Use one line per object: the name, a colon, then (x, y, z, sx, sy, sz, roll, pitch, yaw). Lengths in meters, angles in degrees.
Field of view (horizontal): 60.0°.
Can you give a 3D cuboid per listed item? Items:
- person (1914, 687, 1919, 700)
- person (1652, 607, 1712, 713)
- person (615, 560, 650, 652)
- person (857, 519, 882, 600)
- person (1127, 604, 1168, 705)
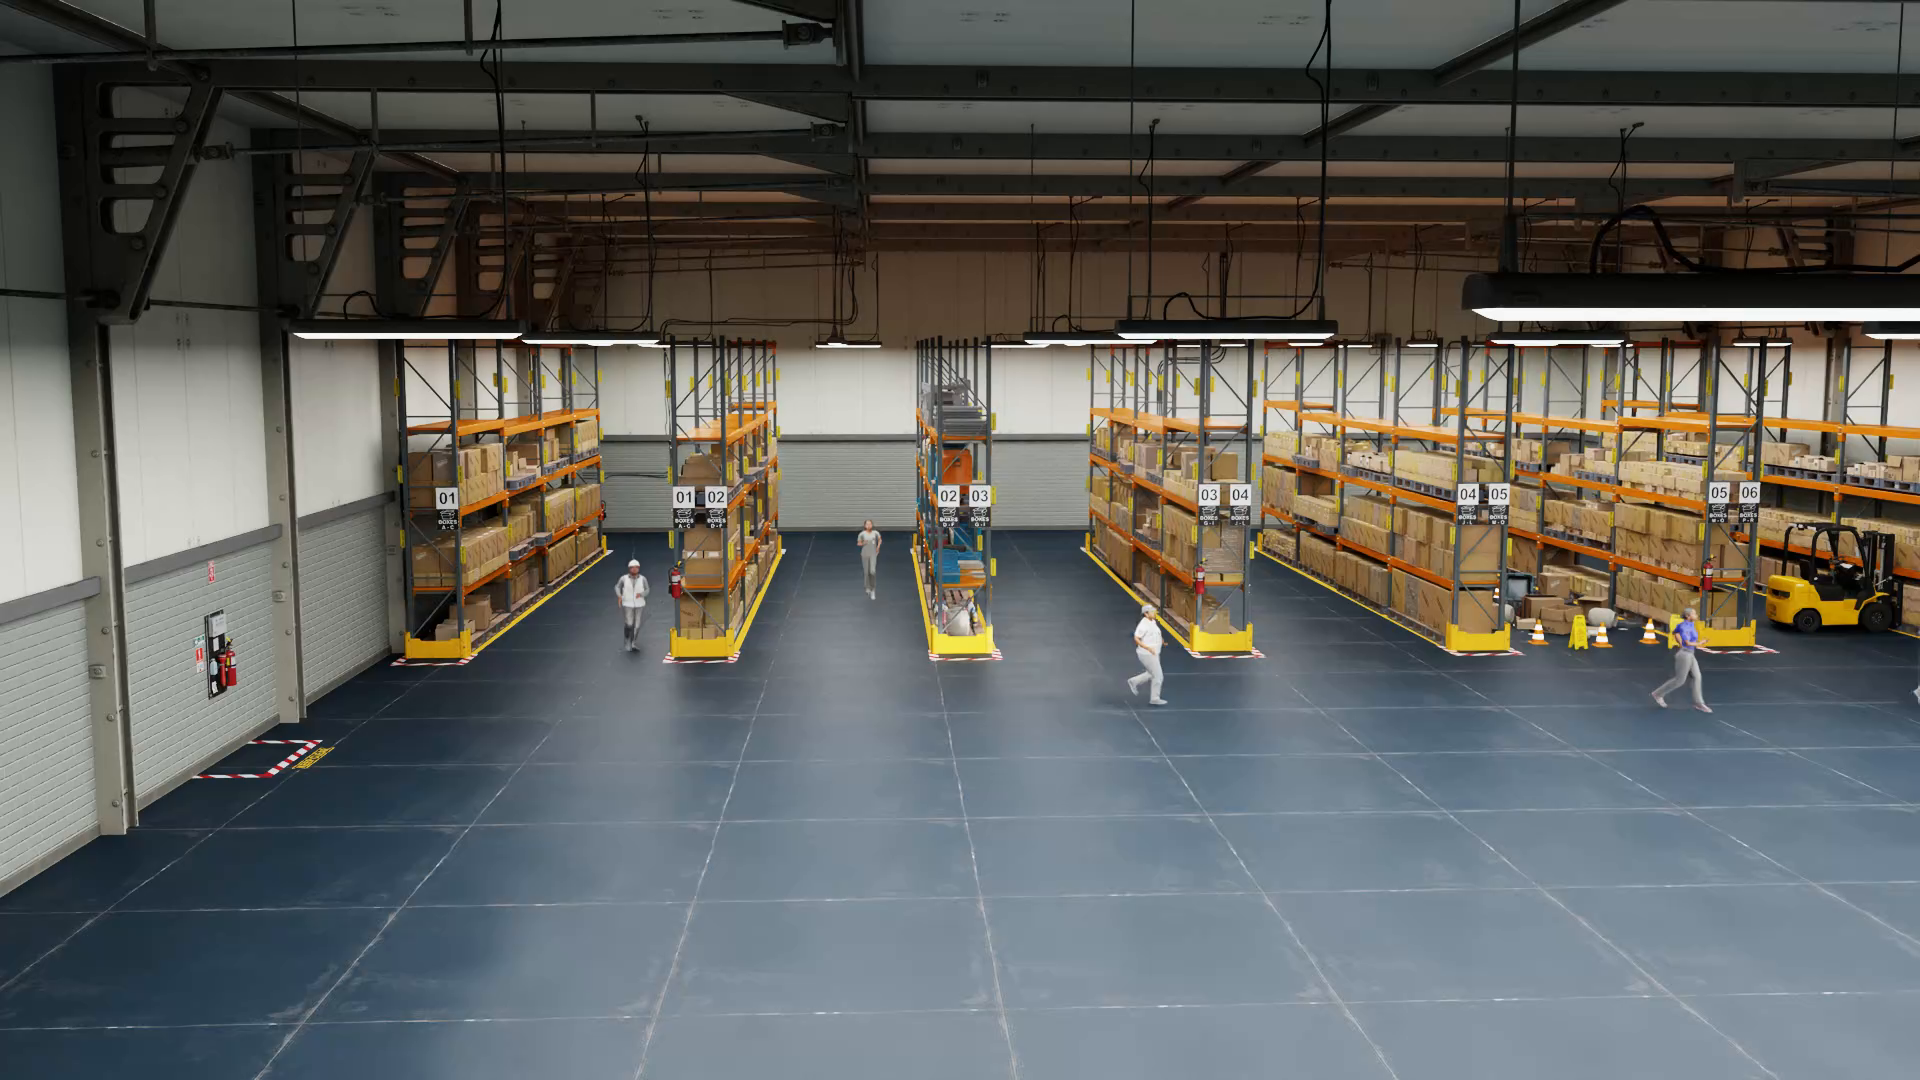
person: (15.754, 1.872, 26.457, 0.574, 1.690, 0.931, -5, 8, -38)
person: (11.501, 1.885, 26.409, 0.900, 1.663, 0.604, 4, 7, 30)
person: (-6.230, 1.255, 31.713, 0.629, 1.759, 0.665, -2, 7, -19)
person: (-2.015, 0.413, 37.016, 0.546, 1.766, 0.694, 0, 7, -4)
person: (3.039, 1.850, 27.049, 0.727, 1.624, 0.615, 3, 7, 23)
